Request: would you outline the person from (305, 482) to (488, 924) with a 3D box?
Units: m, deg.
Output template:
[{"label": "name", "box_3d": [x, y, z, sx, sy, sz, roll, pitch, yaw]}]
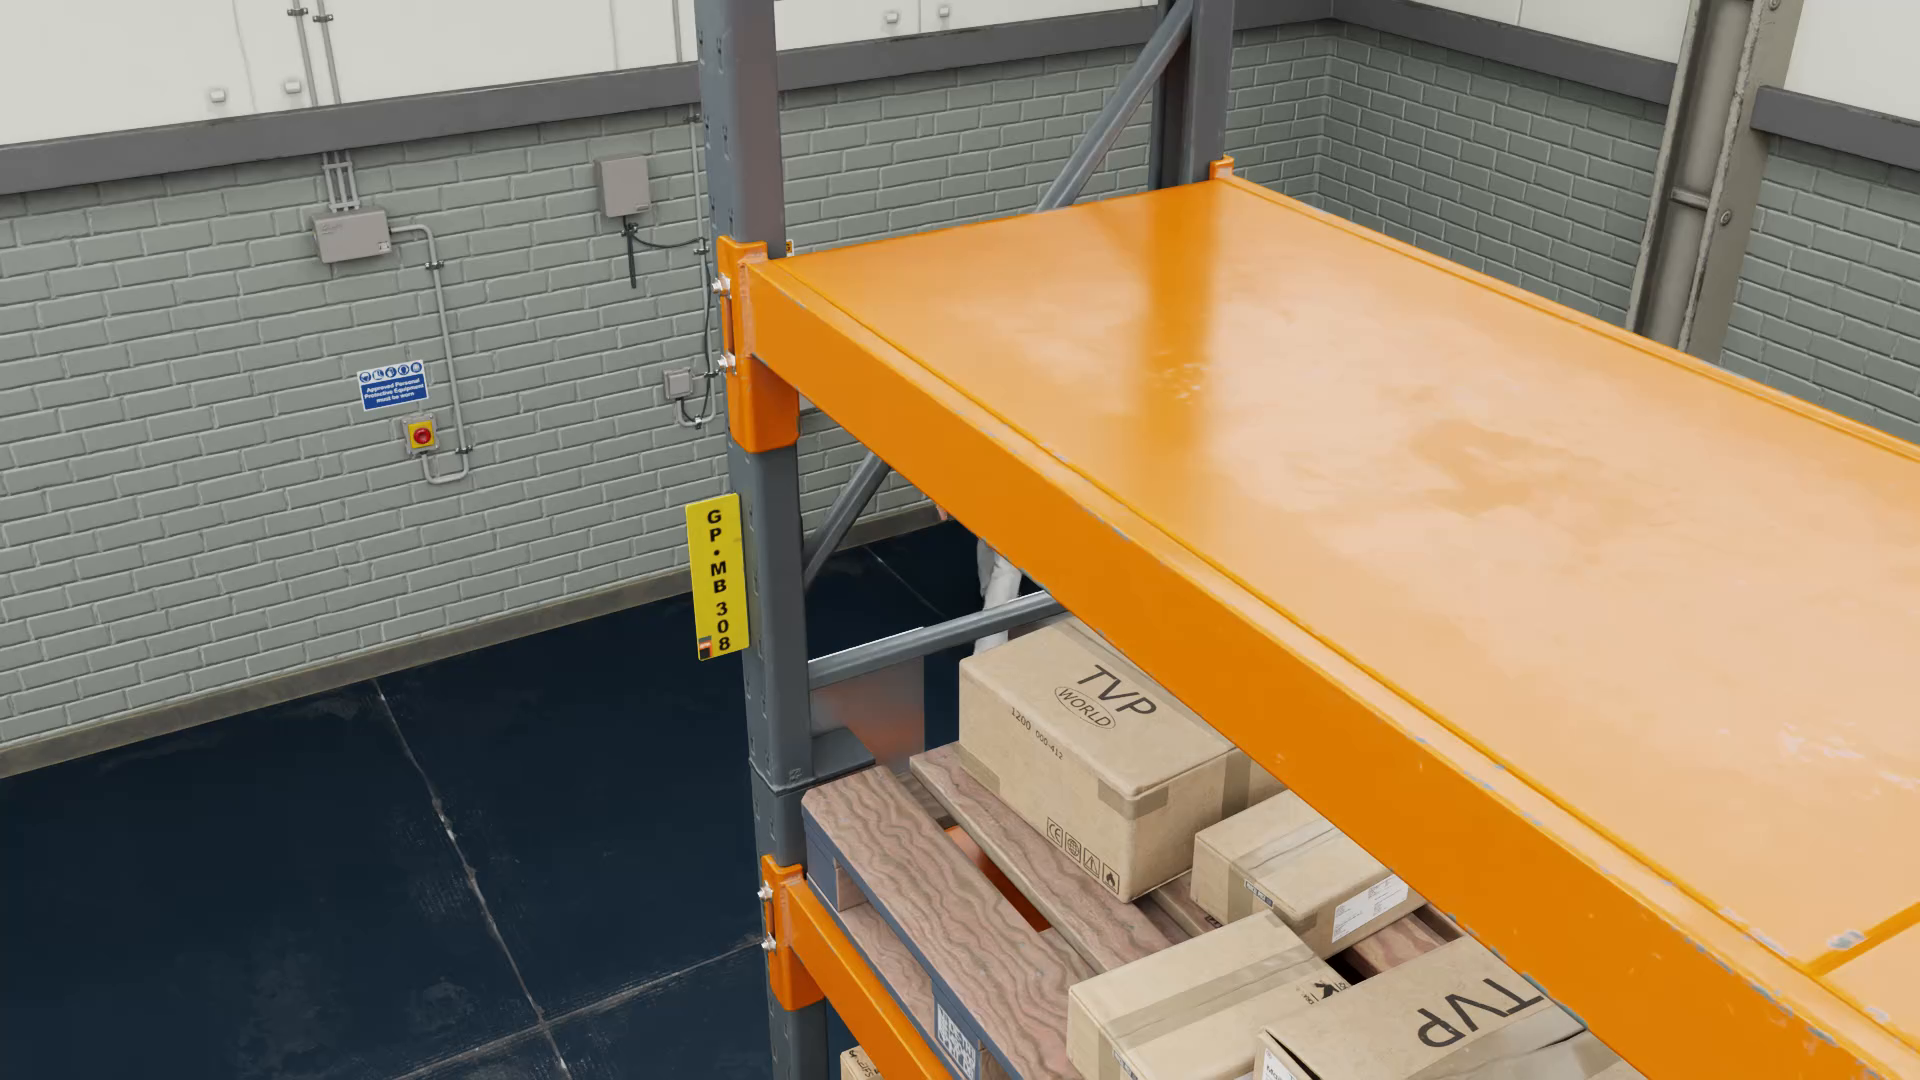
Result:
[{"label": "person", "box_3d": [0.260, -0.390, 9.290, 0.616, 1.776, 0.786, 18, 33, 29]}]
